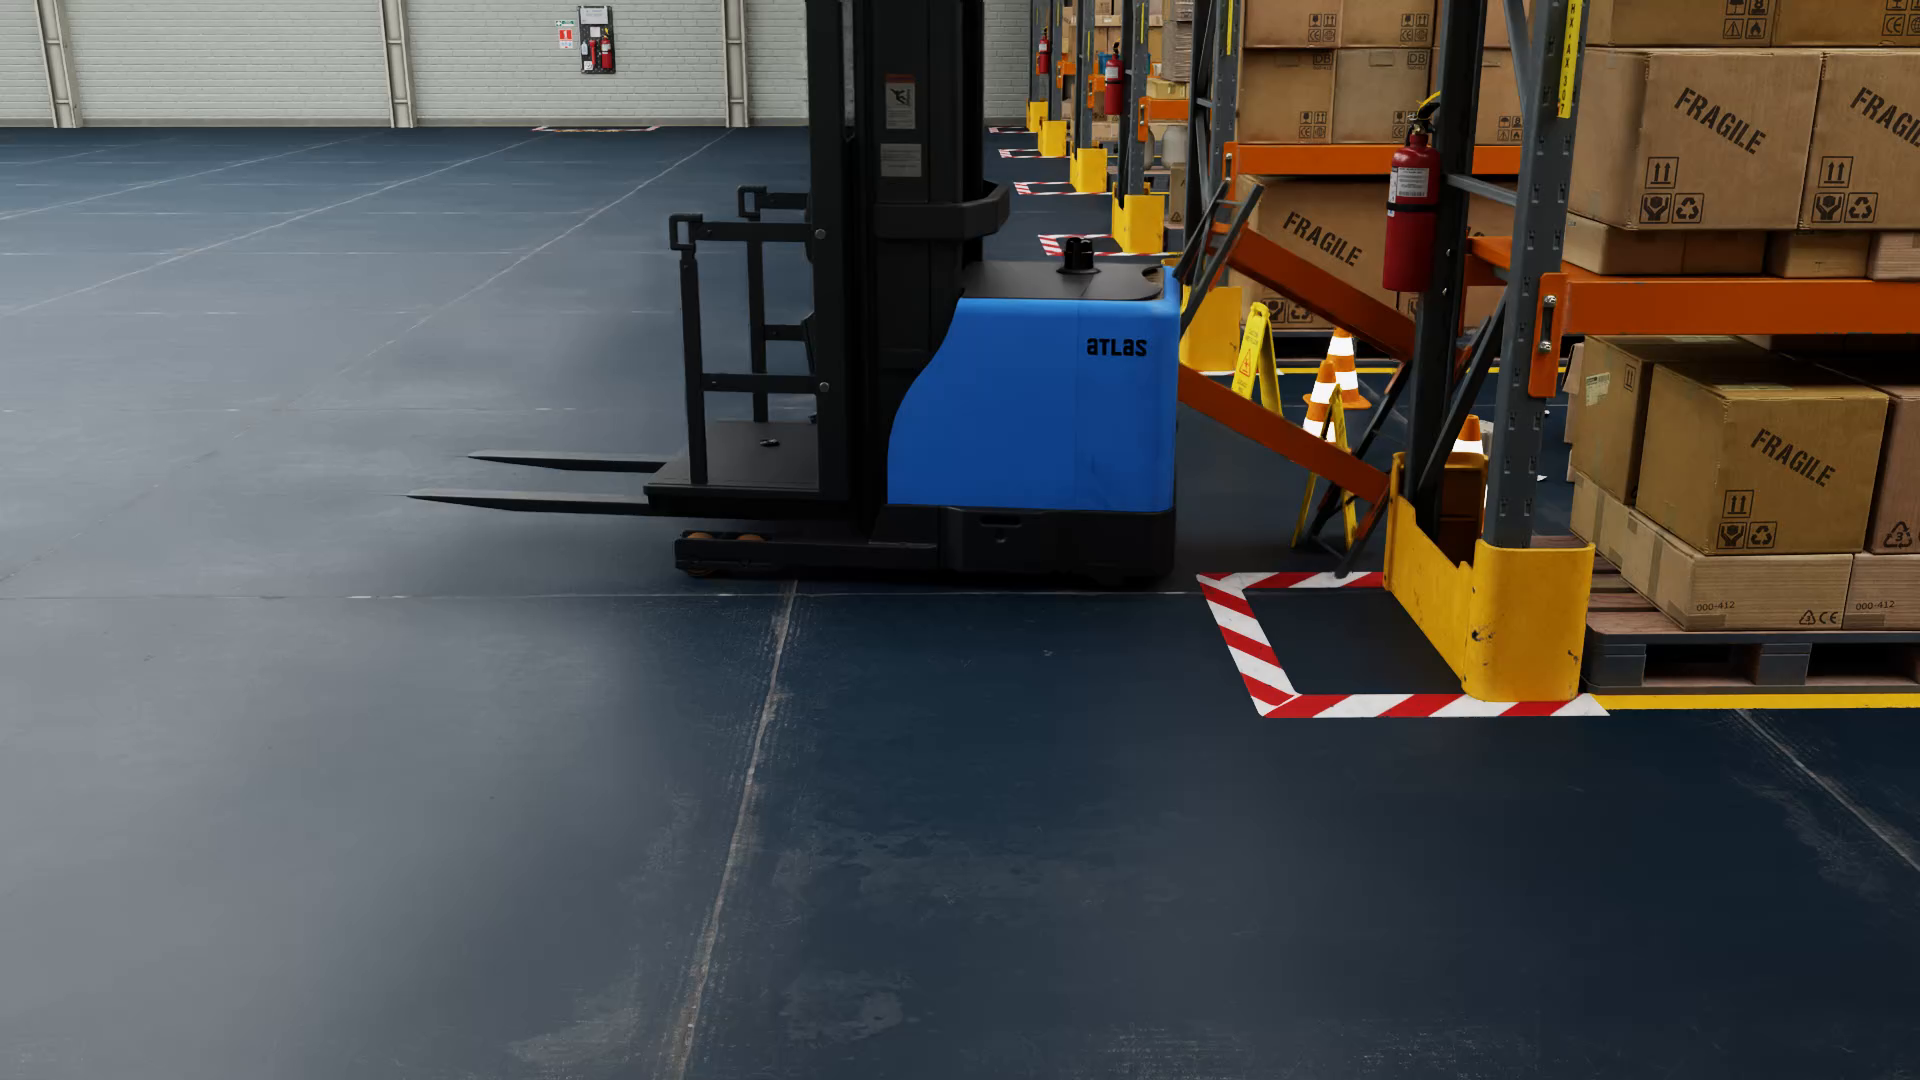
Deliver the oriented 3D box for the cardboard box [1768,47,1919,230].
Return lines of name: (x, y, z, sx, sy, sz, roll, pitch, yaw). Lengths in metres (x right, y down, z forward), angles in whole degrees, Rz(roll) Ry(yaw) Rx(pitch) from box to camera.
cardboard box: (2.686, -1.211, 4.981, 0.500, 0.500, 0.500, 0, 18, 1)

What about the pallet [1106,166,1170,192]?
pallet: (2.343, -4.329, 19.917, 1.213, 0.211, 1.003, 0, 18, -1)

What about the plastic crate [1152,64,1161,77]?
plastic crate: (2.355, -5.420, 19.186, 0.250, 0.136, 0.298, 0, 18, -1)

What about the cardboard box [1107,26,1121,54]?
cardboard box: (2.373, -7.203, 24.146, 0.500, 0.500, 0.700, 0, 18, 1)

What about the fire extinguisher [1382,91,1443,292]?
fire extinguisher: (1.568, -1.204, 5.736, 0.183, 0.674, 0.296, 0, 18, -1)

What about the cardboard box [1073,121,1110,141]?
cardboard box: (1.921, -5.978, 24.306, 0.500, 0.250, 0.500, 0, 18, -1)

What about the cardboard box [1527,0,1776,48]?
cardboard box: (2.198, -1.835, 5.290, 0.500, 0.500, 0.700, -1, 18, -2)

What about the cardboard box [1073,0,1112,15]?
cardboard box: (1.901, -7.817, 23.937, 0.500, 0.500, 0.700, 0, 18, -1)

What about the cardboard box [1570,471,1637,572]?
cardboard box: (2.518, -0.077, 5.912, 0.500, 0.250, 0.500, 0, 18, -1)

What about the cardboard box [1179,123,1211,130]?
cardboard box: (3.421, -5.985, 24.327, 0.500, 0.250, 0.500, 0, 18, -1)

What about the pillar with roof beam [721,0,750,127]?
pillar with roof beam: (-3.946, -10.446, 24.599, 0.400, 9.000, 9.100, 0, 18, -1)

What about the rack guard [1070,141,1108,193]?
rack guard: (1.531, -4.464, 19.866, 0.348, 0.500, 1.175, 0, 18, -1)

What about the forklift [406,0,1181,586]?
forklift: (-0.656, -1.405, 6.350, 3.031, 2.935, 1.130, 2, 18, 7)

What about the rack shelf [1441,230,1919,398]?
rack shelf: (3.690, -0.768, 5.427, 4.000, 0.370, 1.077, 0, 18, -1)

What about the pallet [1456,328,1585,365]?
pallet: (3.526, -1.317, 10.527, 1.213, 0.211, 1.003, 0, 18, -1)

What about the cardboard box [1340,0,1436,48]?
cardboard box: (2.431, -3.218, 9.876, 0.550, 0.550, 0.875, 0, 18, -1)

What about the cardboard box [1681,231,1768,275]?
cardboard box: (2.285, -0.925, 5.151, 0.250, 0.149, 0.380, 0, 18, 0)

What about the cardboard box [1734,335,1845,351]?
cardboard box: (2.853, -0.763, 5.759, 0.250, 0.149, 0.380, 0, 18, 1)

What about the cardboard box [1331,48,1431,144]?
cardboard box: (2.431, -2.708, 10.054, 0.550, 0.550, 0.875, 0, 18, -1)

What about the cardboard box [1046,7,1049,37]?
cardboard box: (1.767, -9.028, 28.985, 0.500, 0.500, 0.500, 0, 18, -1)

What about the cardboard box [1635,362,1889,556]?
cardboard box: (2.525, -0.268, 5.279, 0.500, 0.500, 0.500, -1, 18, -3)

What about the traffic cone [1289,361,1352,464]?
traffic cone: (1.742, -0.626, 7.961, 0.334, 0.463, 0.336, 0, 18, -1)

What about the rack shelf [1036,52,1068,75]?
rack shelf: (3.299, -8.333, 29.011, 4.000, 0.370, 1.077, 0, 18, -1)

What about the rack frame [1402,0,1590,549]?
rack frame: (1.690, -1.100, 5.287, 0.127, 3.000, 1.000, 0, 18, -1)

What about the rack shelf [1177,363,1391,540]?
rack shelf: (1.118, -0.397, 6.403, 1.000, 0.278, 0.538, 27, 9, -11)

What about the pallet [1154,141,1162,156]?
pallet: (3.362, -5.846, 24.647, 1.213, 0.211, 1.003, 0, 18, -1)

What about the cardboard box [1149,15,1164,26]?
cardboard box: (2.809, -7.451, 23.858, 0.250, 0.149, 0.380, -1, 18, -3)

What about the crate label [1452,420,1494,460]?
crate label: (2.527, -0.494, 8.082, 0.298, 0.136, 0.250, -10, 20, -29)

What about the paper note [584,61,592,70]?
paper note: (-6.663, -8.505, 29.811, 0.142, 0.148, 0.016, 0, 18, -1)

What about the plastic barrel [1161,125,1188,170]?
plastic barrel: (2.614, -4.684, 19.844, 0.421, 0.512, 0.421, 0, 18, 0)

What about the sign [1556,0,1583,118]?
sign: (1.699, -1.347, 4.639, 0.005, 0.325, 0.100, 0, 18, -1)

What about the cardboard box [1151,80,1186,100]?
cardboard box: (1.823, -3.936, 14.538, 0.250, 0.149, 0.380, 0, 18, -1)

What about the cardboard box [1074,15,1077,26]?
cardboard box: (1.777, -7.445, 23.841, 0.250, 0.149, 0.380, 0, 18, -1)

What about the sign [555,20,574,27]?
sign: (-7.035, -9.199, 29.609, 0.331, 0.109, 0.001, 0, 18, -1)

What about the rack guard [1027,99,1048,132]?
rack guard: (1.375, -7.476, 29.254, 0.348, 0.500, 1.175, 0, 18, -1)

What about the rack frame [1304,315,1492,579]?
rack frame: (1.679, -0.387, 6.463, 0.032, 1.125, 0.500, 27, 9, -11)

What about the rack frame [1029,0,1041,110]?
rack frame: (1.299, -8.666, 28.871, 0.127, 3.000, 1.000, 0, 18, -1)

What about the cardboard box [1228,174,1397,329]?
cardboard box: (2.188, -1.823, 10.332, 0.875, 0.875, 0.875, 0, 18, -1)

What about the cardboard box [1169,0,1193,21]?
cardboard box: (2.088, -4.712, 14.258, 0.500, 0.500, 0.500, 0, 18, -1)

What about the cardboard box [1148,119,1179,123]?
cardboard box: (2.920, -6.344, 24.221, 0.500, 0.500, 0.500, 0, 18, -1)

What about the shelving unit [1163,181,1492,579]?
shelving unit: (1.233, -0.610, 6.364, 1.048, 1.125, 0.538, 27, 9, -11)

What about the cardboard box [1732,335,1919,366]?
cardboard box: (3.009, -0.435, 5.800, 0.500, 0.500, 0.500, 0, 18, 1)
